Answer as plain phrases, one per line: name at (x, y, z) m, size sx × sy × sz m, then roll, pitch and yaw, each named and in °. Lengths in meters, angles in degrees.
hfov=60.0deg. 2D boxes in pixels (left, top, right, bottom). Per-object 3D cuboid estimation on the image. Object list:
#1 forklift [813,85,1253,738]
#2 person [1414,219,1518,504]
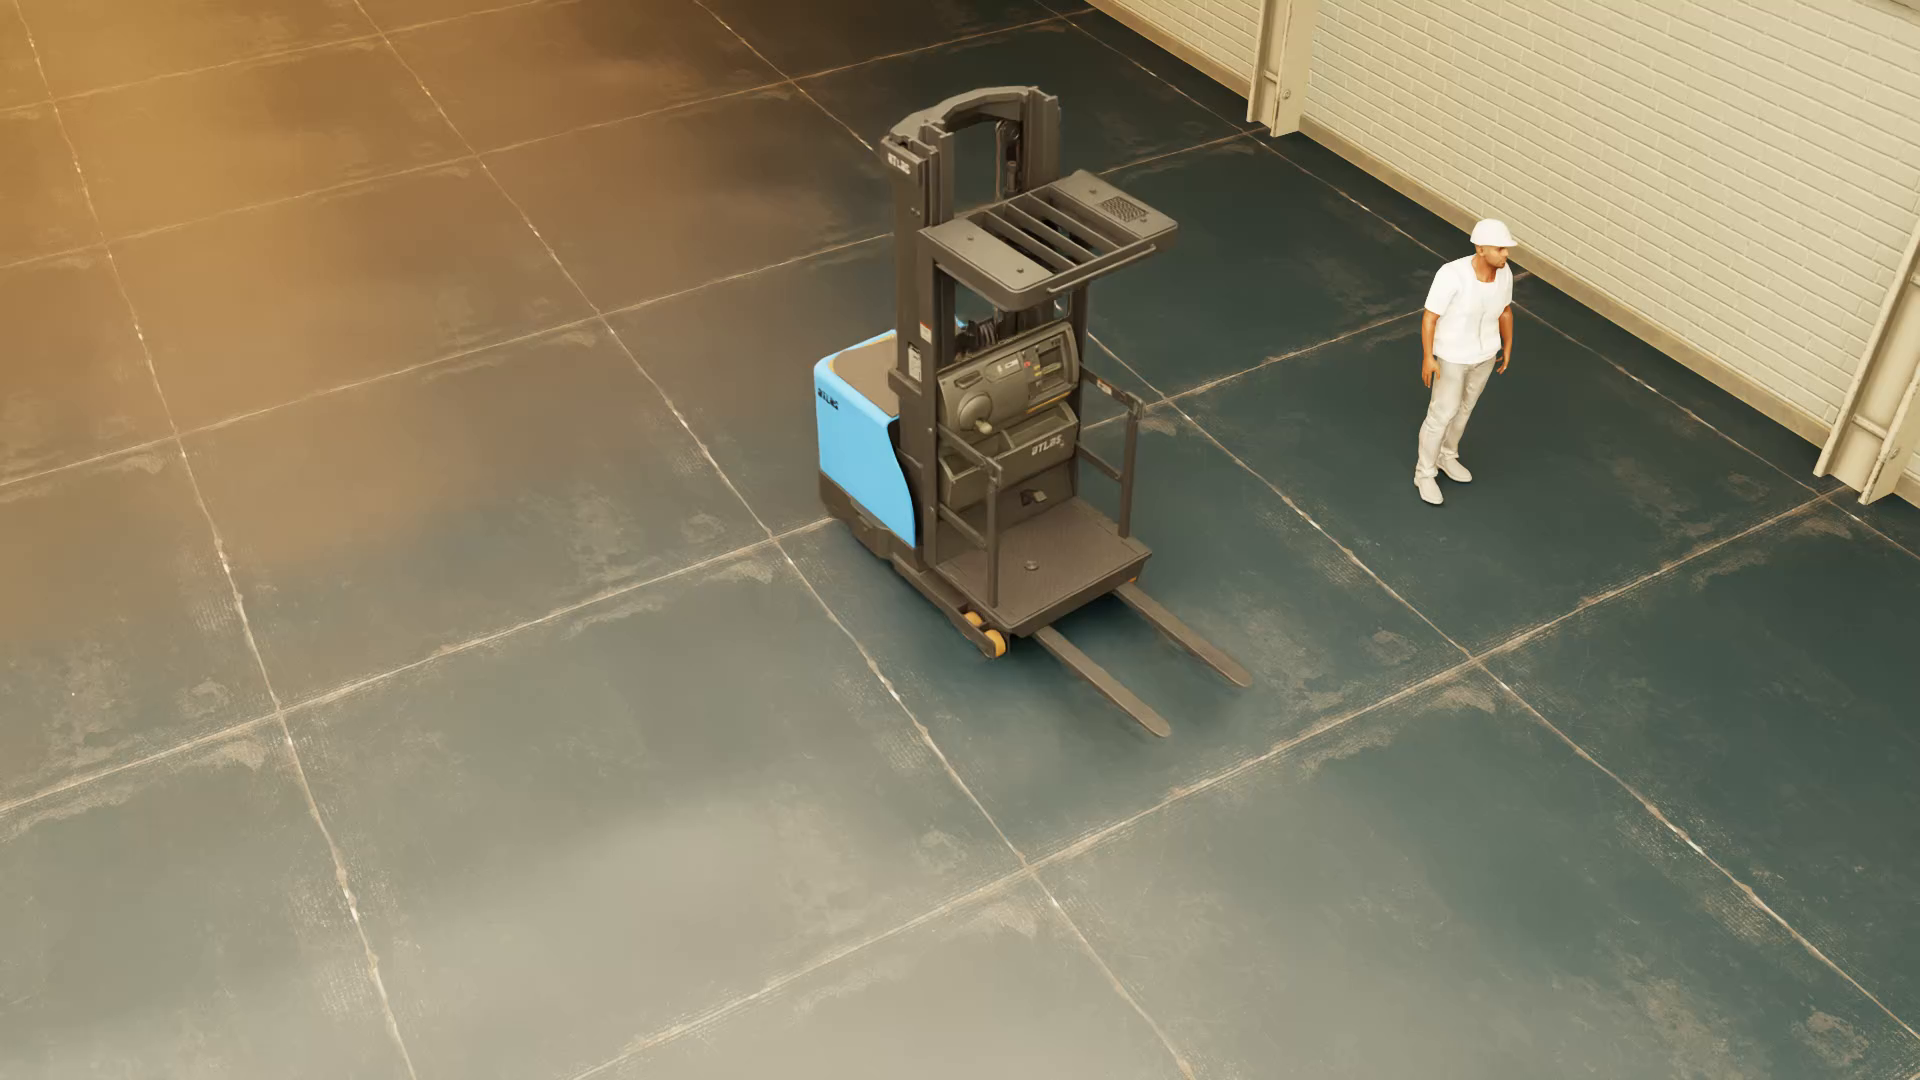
forklift at (0.407, -0.812, 9.015) m, size 1.130 × 2.935 × 3.031 m, roll -26°, pitch 46°, yaw -28°
person at (3.171, -1.121, 10.293) m, size 0.666 × 1.758 × 0.579 m, roll -15°, pitch 42°, yaw -18°
